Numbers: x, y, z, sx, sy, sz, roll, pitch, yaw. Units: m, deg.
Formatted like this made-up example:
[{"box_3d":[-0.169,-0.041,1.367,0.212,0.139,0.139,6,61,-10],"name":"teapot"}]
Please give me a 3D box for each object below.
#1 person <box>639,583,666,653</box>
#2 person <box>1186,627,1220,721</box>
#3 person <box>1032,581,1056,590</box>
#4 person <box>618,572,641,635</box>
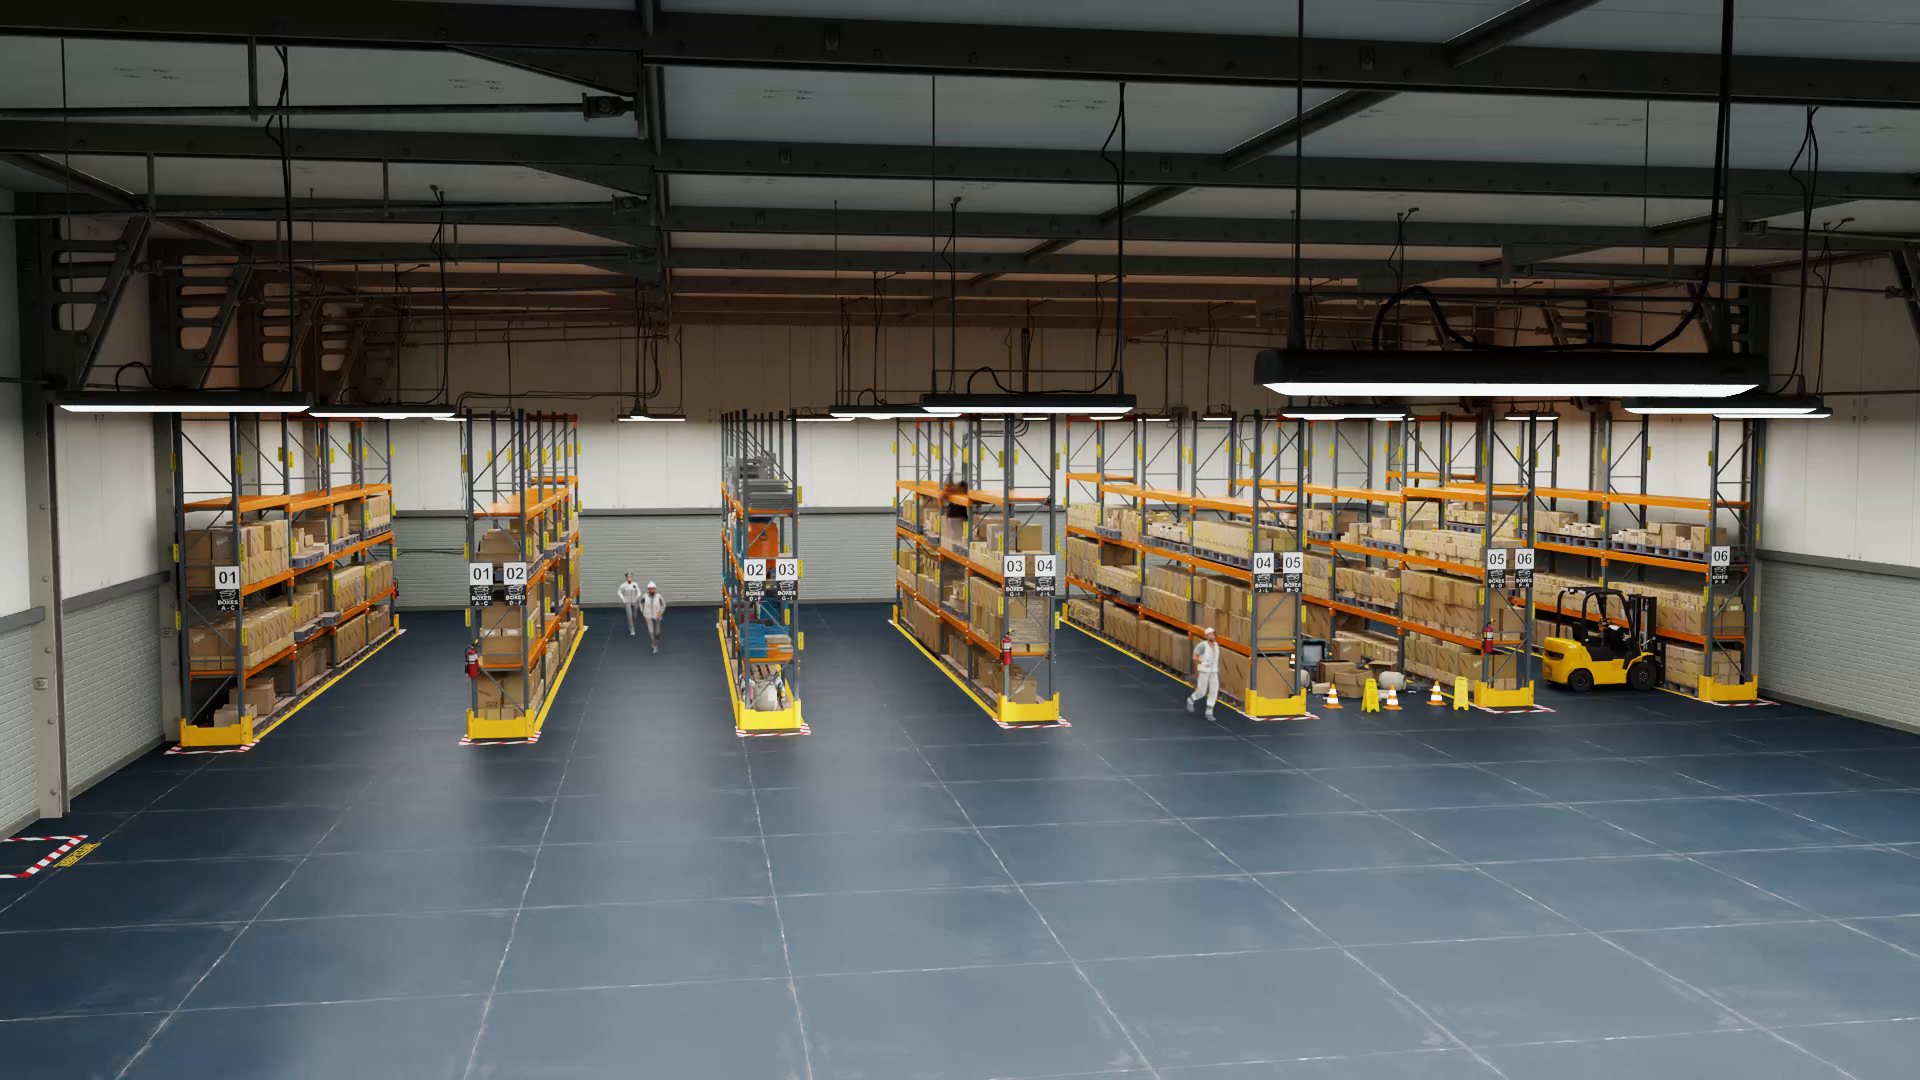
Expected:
[{"box_3d":[-7.749,1.943,41.894,0.684,1.757,0.800,-1,4,-11],"name":"person"},{"box_3d":[4.800,2.587,32.396,0.672,1.785,0.833,-2,4,-27],"name":"person"},{"box_3d":[2.273,1.687,45.575,0.724,1.765,0.956,0,4,-2],"name":"person"},{"box_3d":[-8.993,1.712,45.302,0.624,1.680,0.823,-2,4,-23],"name":"person"}]
